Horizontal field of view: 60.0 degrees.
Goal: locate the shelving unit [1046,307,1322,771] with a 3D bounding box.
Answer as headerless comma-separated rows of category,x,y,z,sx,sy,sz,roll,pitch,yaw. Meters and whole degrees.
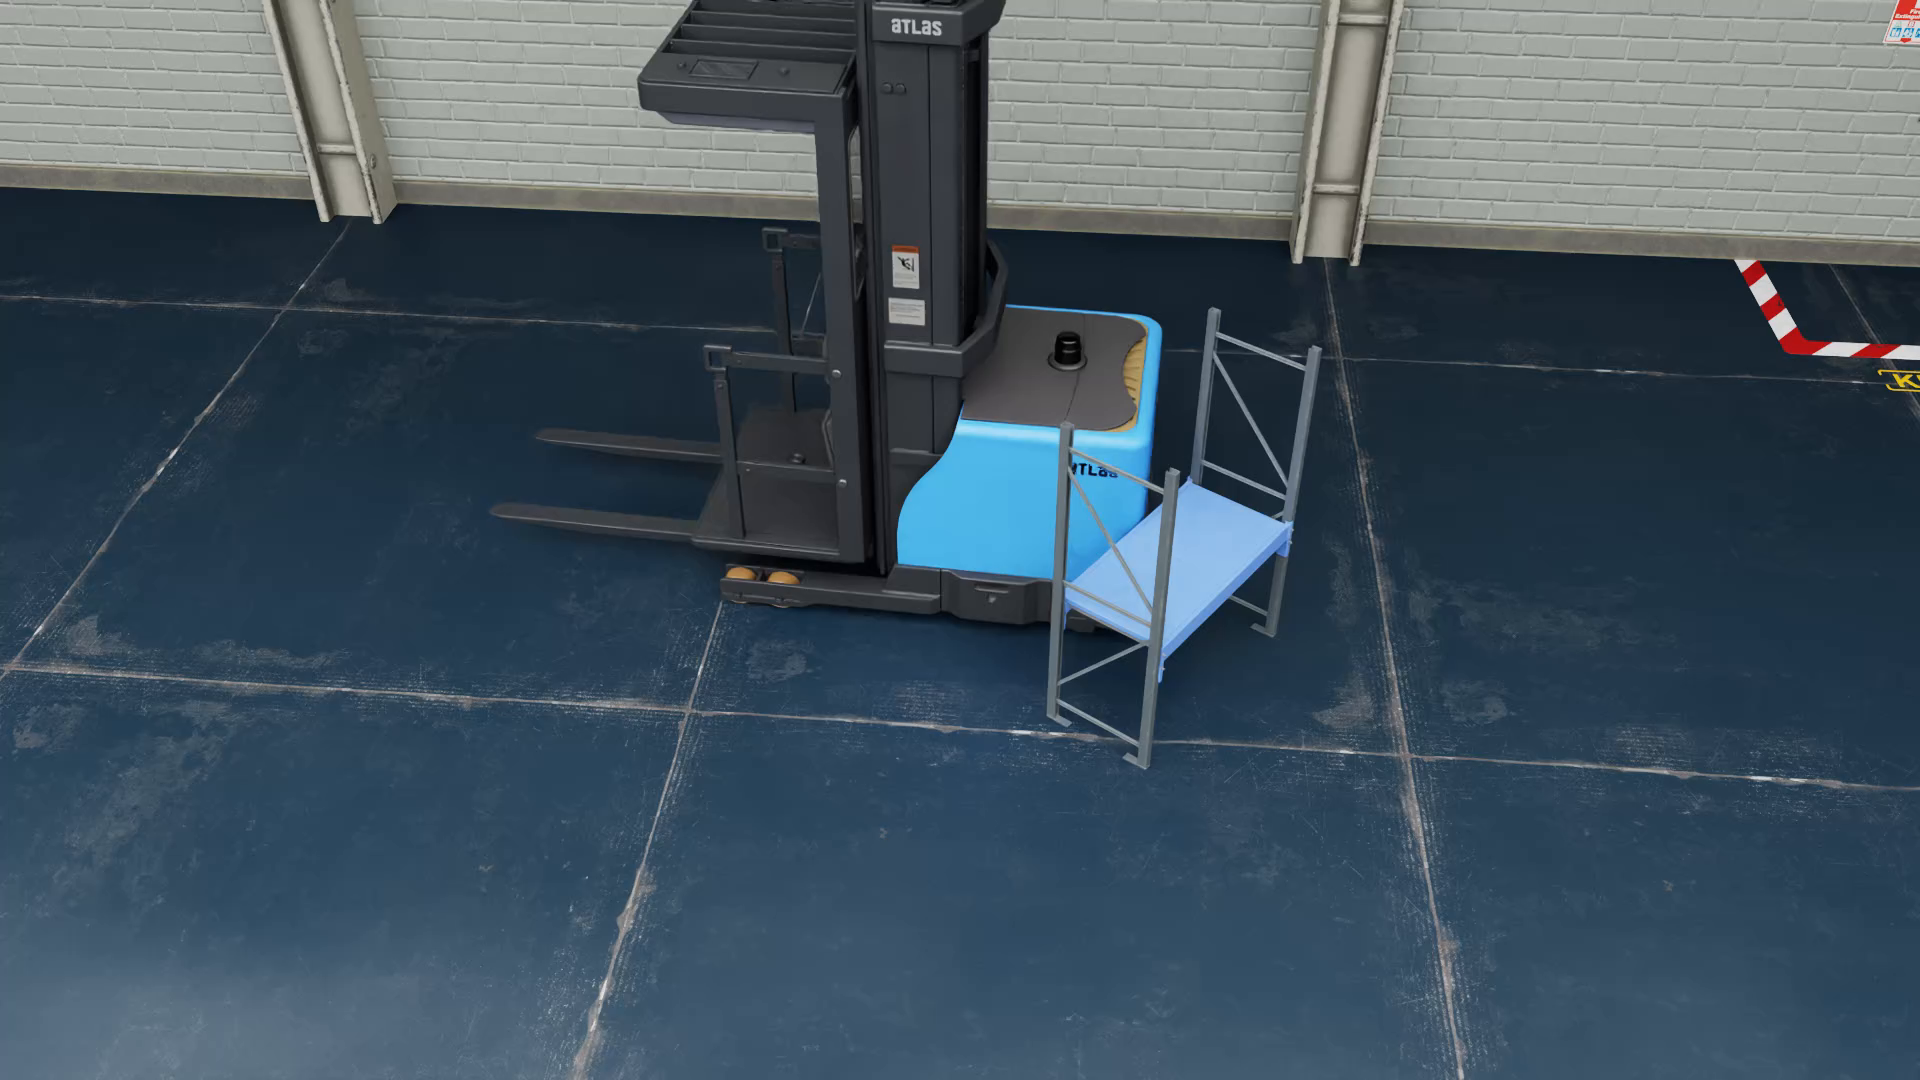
shelving unit,0.886,0.000,6.733,0.538,1.500,1.048,27,46,29

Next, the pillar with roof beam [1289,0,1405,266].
pillar with roof beam,1.830,-2.528,3.897,0.400,9.000,9.100,3,39,4

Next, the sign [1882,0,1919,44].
sign,5.178,-2.849,9.016,0.234,0.329,0.001,3,39,4

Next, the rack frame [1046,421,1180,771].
rack frame,0.570,0.251,6.424,0.500,1.500,0.032,27,46,29

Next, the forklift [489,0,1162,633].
forklift,-0.644,-1.153,7.015,3.031,2.935,1.130,6,39,7

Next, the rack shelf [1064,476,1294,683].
rack shelf,0.886,0.139,6.846,0.538,0.185,1.000,27,46,29

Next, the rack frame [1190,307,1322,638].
rack frame,1.202,-0.252,7.041,0.500,1.500,0.032,27,46,29

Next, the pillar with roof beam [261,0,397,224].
pillar with roof beam,-4.148,-2.854,4.299,0.400,9.000,9.100,3,39,4
